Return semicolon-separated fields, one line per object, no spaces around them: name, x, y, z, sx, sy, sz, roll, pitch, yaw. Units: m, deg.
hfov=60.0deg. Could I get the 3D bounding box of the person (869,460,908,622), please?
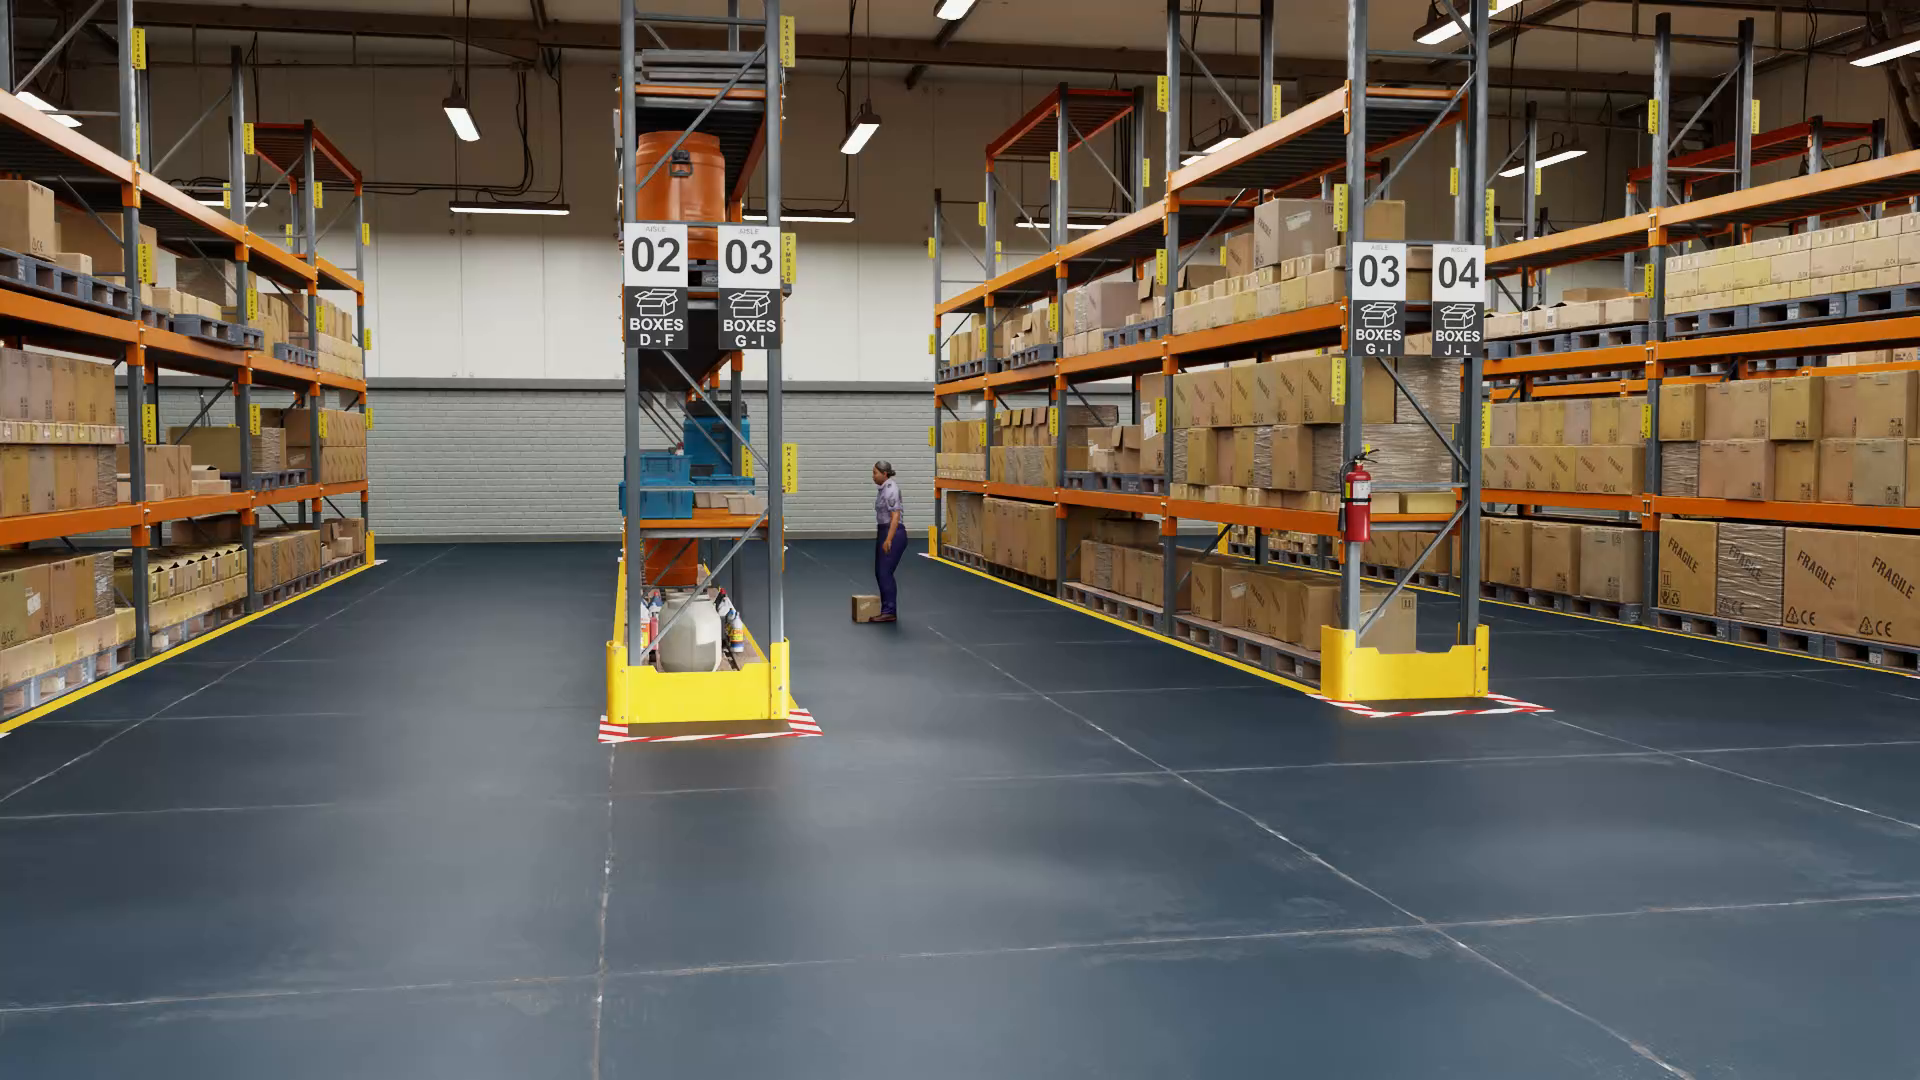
person;-0.757;0.006;17.127;0.412;1.648;0.539;-1;3;-11
